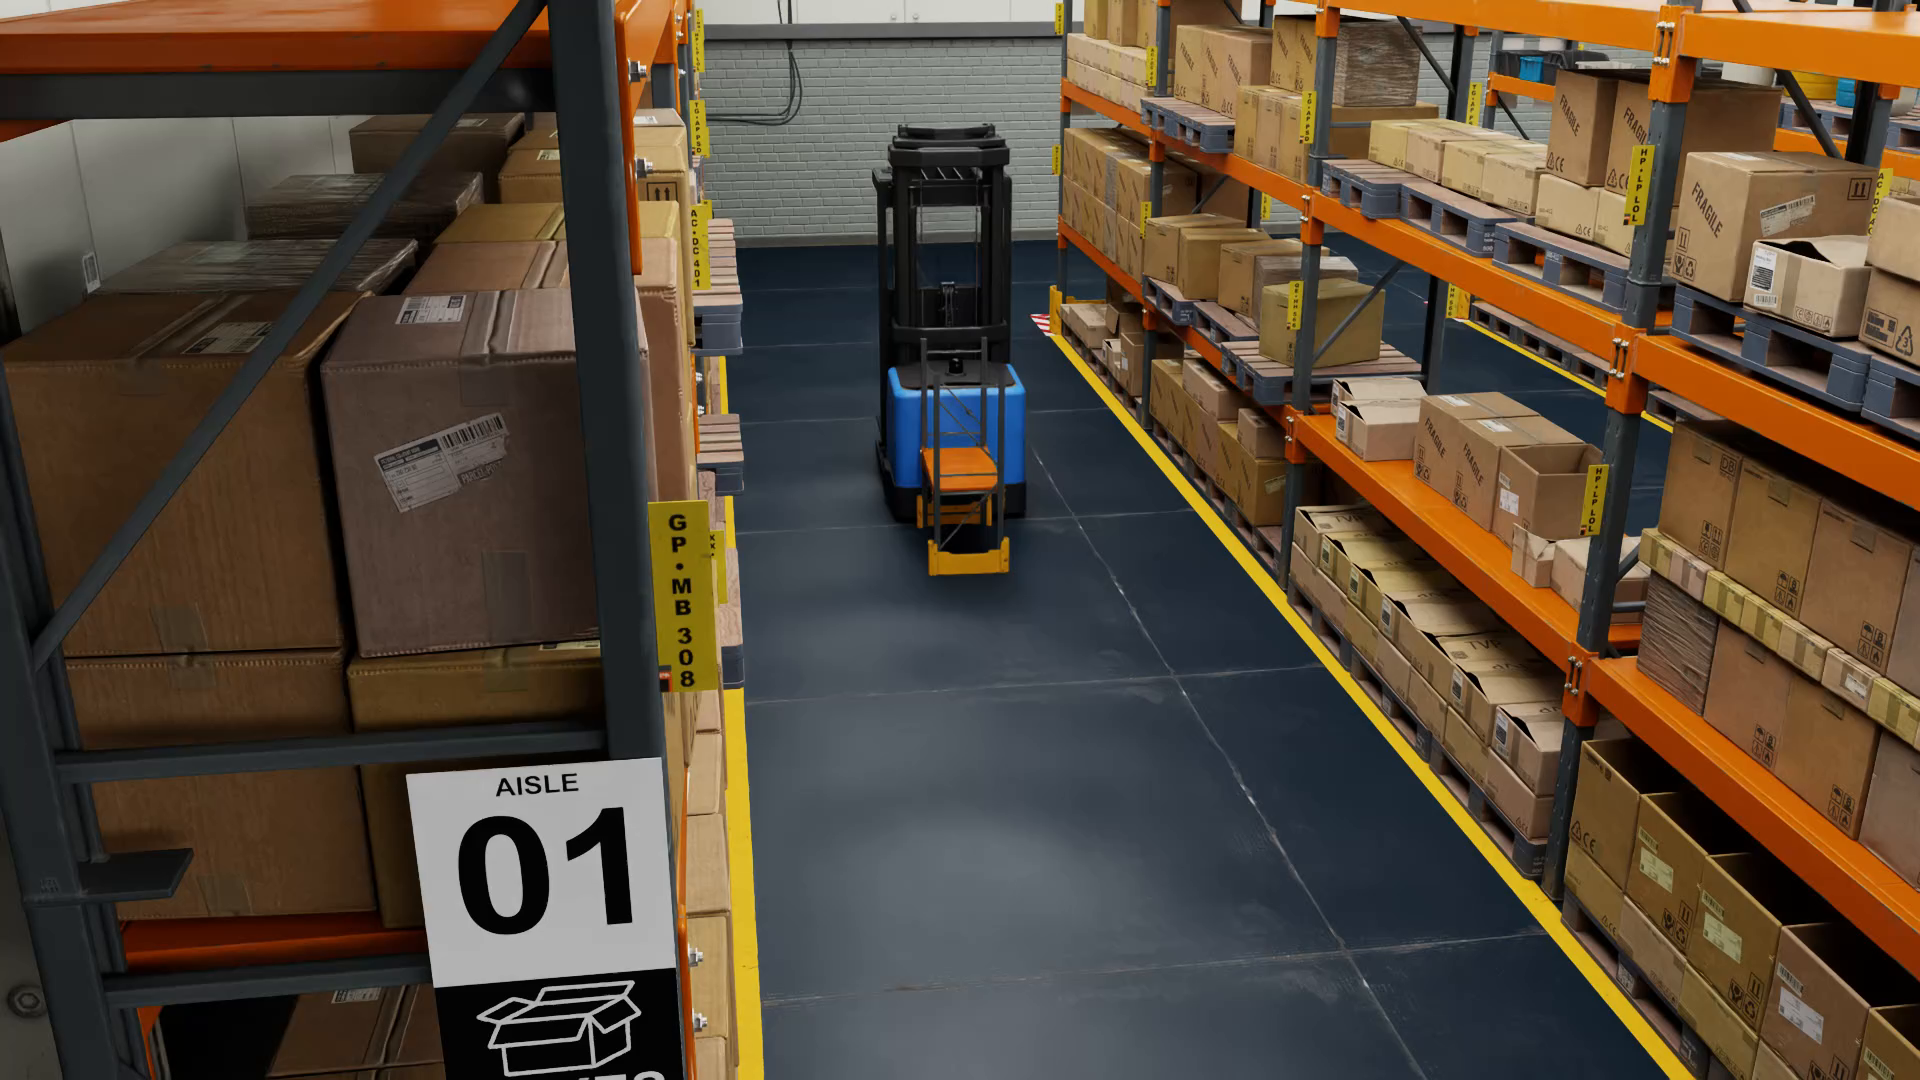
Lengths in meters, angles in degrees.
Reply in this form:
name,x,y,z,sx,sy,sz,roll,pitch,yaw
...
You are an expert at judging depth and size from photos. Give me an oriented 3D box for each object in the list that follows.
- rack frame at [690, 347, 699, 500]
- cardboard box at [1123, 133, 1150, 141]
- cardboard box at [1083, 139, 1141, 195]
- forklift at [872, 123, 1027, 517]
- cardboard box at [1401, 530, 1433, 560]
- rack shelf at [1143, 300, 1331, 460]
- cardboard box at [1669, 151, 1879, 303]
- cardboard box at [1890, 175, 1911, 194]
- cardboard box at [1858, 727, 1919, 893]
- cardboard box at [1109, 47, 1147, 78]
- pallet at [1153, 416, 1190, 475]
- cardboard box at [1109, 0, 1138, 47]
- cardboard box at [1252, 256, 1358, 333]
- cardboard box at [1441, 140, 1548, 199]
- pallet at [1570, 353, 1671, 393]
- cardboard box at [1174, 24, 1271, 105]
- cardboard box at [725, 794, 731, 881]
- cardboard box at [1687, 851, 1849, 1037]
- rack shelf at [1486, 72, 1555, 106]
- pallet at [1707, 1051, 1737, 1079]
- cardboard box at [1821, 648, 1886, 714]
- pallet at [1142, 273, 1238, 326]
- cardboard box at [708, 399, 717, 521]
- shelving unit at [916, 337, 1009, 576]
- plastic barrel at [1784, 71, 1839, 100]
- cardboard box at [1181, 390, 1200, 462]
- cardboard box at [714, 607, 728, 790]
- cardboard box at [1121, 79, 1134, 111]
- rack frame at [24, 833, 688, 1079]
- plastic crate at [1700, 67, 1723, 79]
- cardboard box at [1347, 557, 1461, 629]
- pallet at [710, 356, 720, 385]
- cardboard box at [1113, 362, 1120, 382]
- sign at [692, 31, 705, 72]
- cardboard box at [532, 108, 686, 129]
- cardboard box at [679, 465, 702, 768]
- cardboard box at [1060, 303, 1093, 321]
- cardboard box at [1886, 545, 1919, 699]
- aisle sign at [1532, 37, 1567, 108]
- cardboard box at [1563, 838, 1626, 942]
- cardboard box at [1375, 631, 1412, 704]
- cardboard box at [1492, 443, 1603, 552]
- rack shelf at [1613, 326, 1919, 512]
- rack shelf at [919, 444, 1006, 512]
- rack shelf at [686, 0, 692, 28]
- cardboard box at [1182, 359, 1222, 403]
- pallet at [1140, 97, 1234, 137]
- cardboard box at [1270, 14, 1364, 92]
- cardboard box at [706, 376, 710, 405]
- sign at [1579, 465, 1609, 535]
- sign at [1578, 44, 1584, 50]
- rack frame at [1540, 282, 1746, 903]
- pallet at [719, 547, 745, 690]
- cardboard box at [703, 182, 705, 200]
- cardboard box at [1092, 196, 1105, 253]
name,x,y,z,sx,sy,sz,roll,pitch,yaw
rack frame,-1.556,0.550,6.957,1.000,3.000,0.127,-3,21,-8
cardboard box,2.025,-4.056,17.717,0.500,0.500,0.500,-2,21,-6
cardboard box,1.569,-3.850,17.166,0.500,0.500,0.500,-3,21,-7
forklift,-0.152,-2.028,13.956,1.130,2.935,3.031,-2,21,-6
cardboard box,3.169,0.091,10.713,0.500,0.311,0.500,-3,21,-9
rack shelf,2.480,-1.442,13.317,1.077,0.370,4.000,-3,21,-8
cardboard box,3.157,-1.228,6.486,0.500,0.500,0.500,-1,21,-3
cardboard box,11.221,-4.244,19.580,0.500,0.250,0.500,-3,21,-9
cardboard box,3.641,0.939,5.773,0.700,0.500,0.500,-2,21,-6
cardboard box,1.715,-4.541,15.801,0.500,0.250,0.500,-3,21,-8
pallet,2.347,-0.885,14.784,1.003,0.211,1.213,-3,21,-8
cardboard box,1.852,-5.076,16.162,0.700,0.500,0.500,-3,21,-8
cardboard box,2.624,-1.868,12.688,0.700,0.500,0.500,1,20,2
cardboard box,3.055,-2.084,9.337,0.500,0.250,0.500,-3,21,-9
pallet,6.950,-1.666,16.875,1.003,0.211,1.213,-3,21,-8
cardboard box,2.192,-3.989,13.935,0.600,0.600,0.600,-5,21,-13
cardboard box,-1.036,1.106,5.654,0.500,0.250,0.500,-3,21,-8
cardboard box,3.247,1.561,6.506,0.500,0.500,0.500,-3,21,-8
rack shelf,6.806,-4.480,17.166,1.077,0.370,4.000,-3,21,-8
pallet,3.598,2.306,6.241,1.003,0.211,1.213,-3,21,-8
cardboard box,3.382,0.497,6.029,0.380,0.149,0.250,-4,21,-9
pallet,2.199,-2.099,14.323,1.003,0.211,1.213,-3,21,-8
cardboard box,-2.229,-0.590,12.480,0.750,0.750,0.750,-3,21,-8
shelving unit,0.009,-0.639,12.284,0.587,1.500,1.083,-2,21,-6
plastic barrel,7.427,-4.104,14.261,0.600,0.588,0.600,0,20,0
cardboard box,2.173,-0.969,13.967,0.500,0.500,0.500,-3,21,-7
cardboard box,-1.104,0.580,5.990,0.500,0.500,0.500,-3,21,-8
cardboard box,1.797,-4.135,15.426,0.500,0.250,0.500,-3,21,-8
rack frame,-0.979,1.935,3.249,1.000,3.000,0.127,-3,21,-8
plastic crate,7.187,-4.507,16.397,0.497,0.269,0.590,-3,21,-8
cardboard box,2.709,0.297,10.162,0.500,0.311,0.500,-3,21,-9
pallet,-2.921,-1.604,16.710,1.003,0.211,1.213,-3,21,-8
cardboard box,1.716,-1.651,16.296,0.380,0.149,0.250,-3,21,-8
sign,-2.174,-4.045,13.785,0.100,0.325,0.005,-3,21,-8
cardboard box,-1.215,-1.220,5.808,0.500,0.500,0.500,-5,21,-12
cardboard box,-0.822,0.157,3.549,0.500,0.500,0.500,-2,21,-4
cardboard box,1.336,-2.564,18.740,0.380,0.149,0.250,-3,21,-8
cardboard box,3.633,0.319,5.578,0.700,0.500,0.500,-3,21,-8
aisle sign,6.797,-5.362,19.070,0.394,0.787,0.004,-3,21,-8
cardboard box,3.112,1.566,7.566,0.500,0.250,0.500,-3,21,-8
cardboard box,2.781,0.733,9.797,0.500,0.250,0.500,-2,21,-7
cardboard box,3.175,-0.197,8.814,0.500,0.500,0.500,-1,21,-4
rack shelf,3.634,-0.077,5.376,1.077,0.370,4.000,-3,21,-8
rack shelf,0.010,-0.468,12.339,0.538,0.185,1.000,-2,21,-6
rack shelf,-2.421,-3.813,11.665,1.077,0.370,4.000,-3,21,-8
cardboard box,2.165,-1.331,13.866,0.500,0.250,0.500,-3,21,-8
pallet,2.217,-3.559,13.939,1.213,0.211,1.003,-3,21,-8
cardboard box,2.565,-3.511,11.971,0.500,0.500,0.500,-3,21,-8
cardboard box,-1.933,-1.036,11.534,0.380,0.149,0.250,-2,21,-6
sign,2.810,-0.176,7.358,0.100,0.325,0.005,-3,21,-8
sign,7.060,-5.494,19.001,0.100,0.325,0.005,-3,21,-8
rack frame,3.345,0.299,7.629,1.000,3.000,0.127,-3,21,-8
pallet,-1.522,0.368,7.718,1.003,0.211,1.213,-3,21,-8
cardboard box,-3.202,-3.569,17.557,0.980,0.700,0.700,-2,21,-5
cardboard box,1.638,-3.210,16.882,0.500,0.500,0.500,-3,21,-7
